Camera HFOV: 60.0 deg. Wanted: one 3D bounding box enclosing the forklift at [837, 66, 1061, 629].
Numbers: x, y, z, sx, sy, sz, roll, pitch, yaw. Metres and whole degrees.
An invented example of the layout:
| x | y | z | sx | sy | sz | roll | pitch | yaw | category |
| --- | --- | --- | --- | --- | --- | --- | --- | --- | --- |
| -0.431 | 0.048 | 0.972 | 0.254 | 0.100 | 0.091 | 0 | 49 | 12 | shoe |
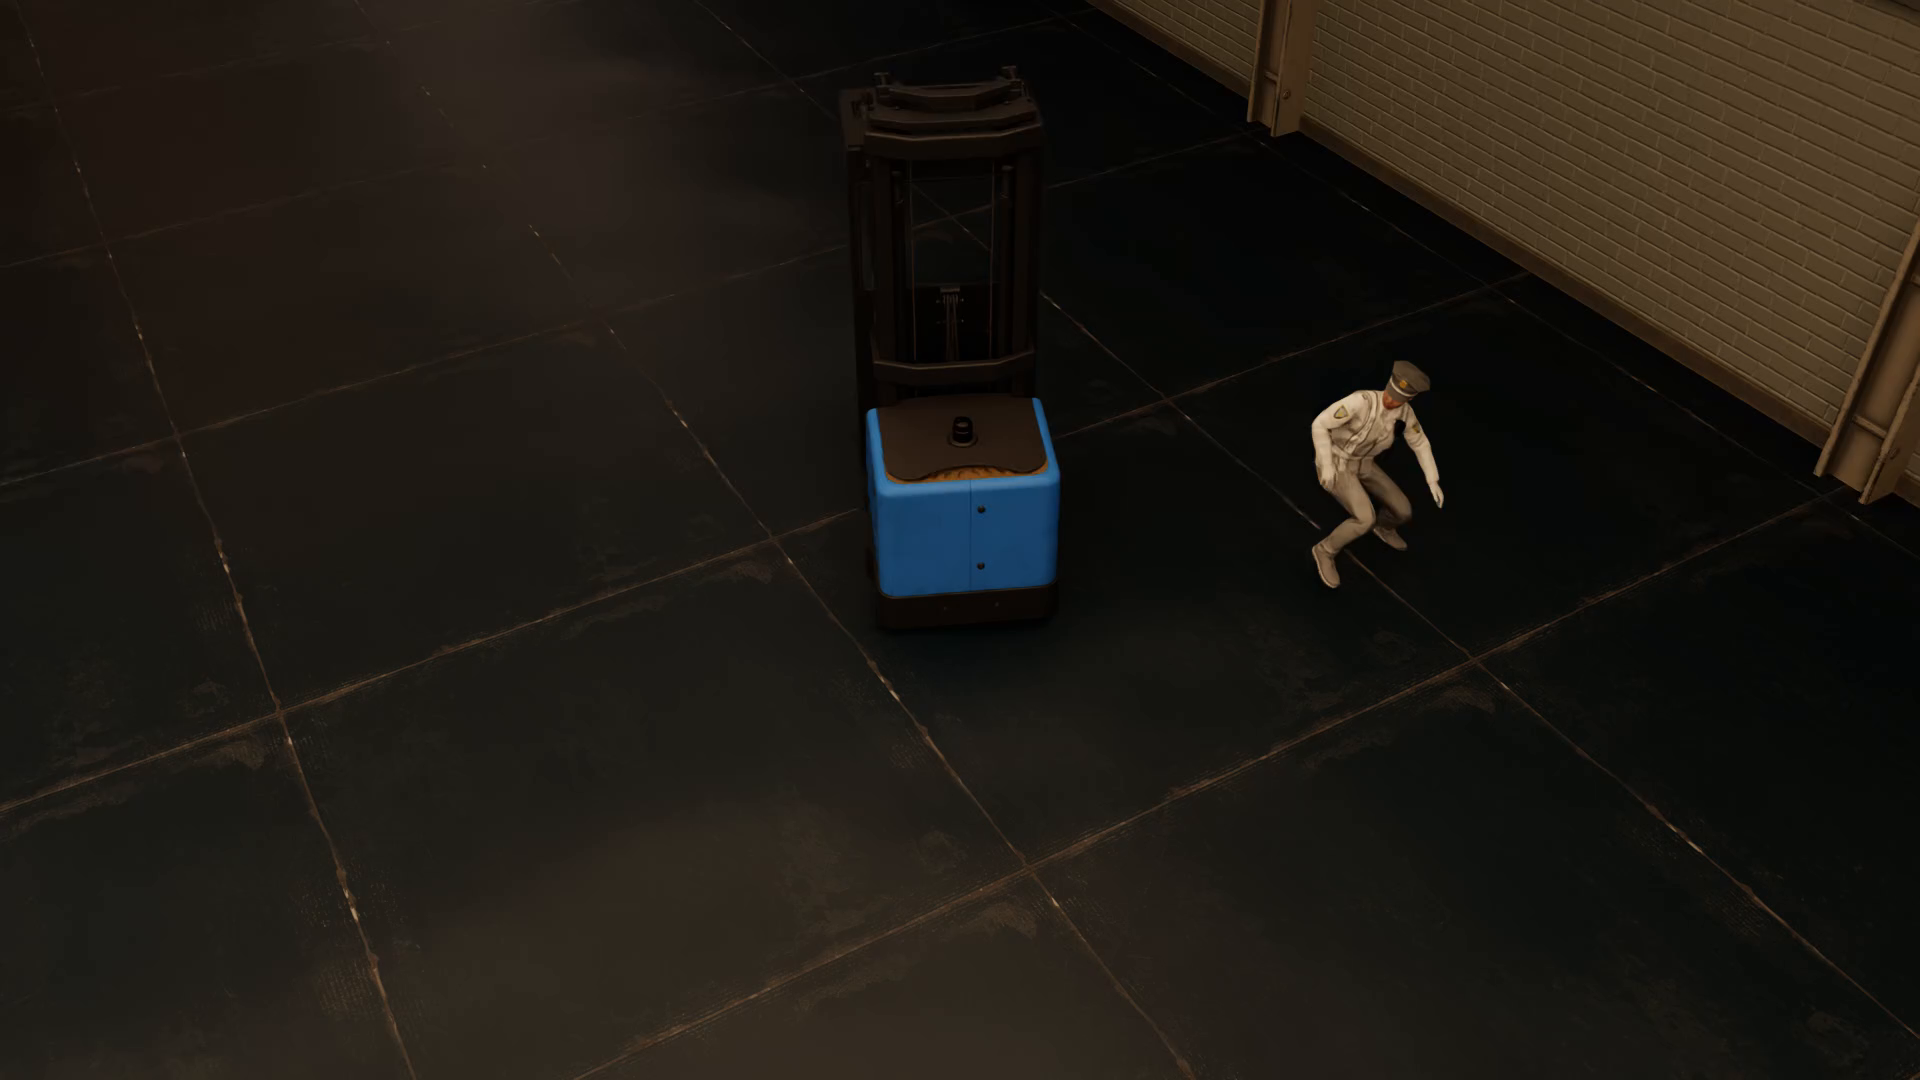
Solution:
| x | y | z | sx | sy | sz | roll | pitch | yaw | category |
| --- | --- | --- | --- | --- | --- | --- | --- | --- | --- |
| -0.115 | -1.549 | 9.903 | 1.130 | 2.935 | 3.031 | -4 | 40 | -5 | forklift |

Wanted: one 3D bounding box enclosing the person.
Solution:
| x | y | z | sx | sy | sz | roll | pitch | yaw | category |
| --- | --- | --- | --- | --- | --- | --- | --- | --- | --- |
| 2.418 | -0.406 | 9.738 | 0.785 | 1.461 | 0.624 | -20 | 44 | -23 | person |
